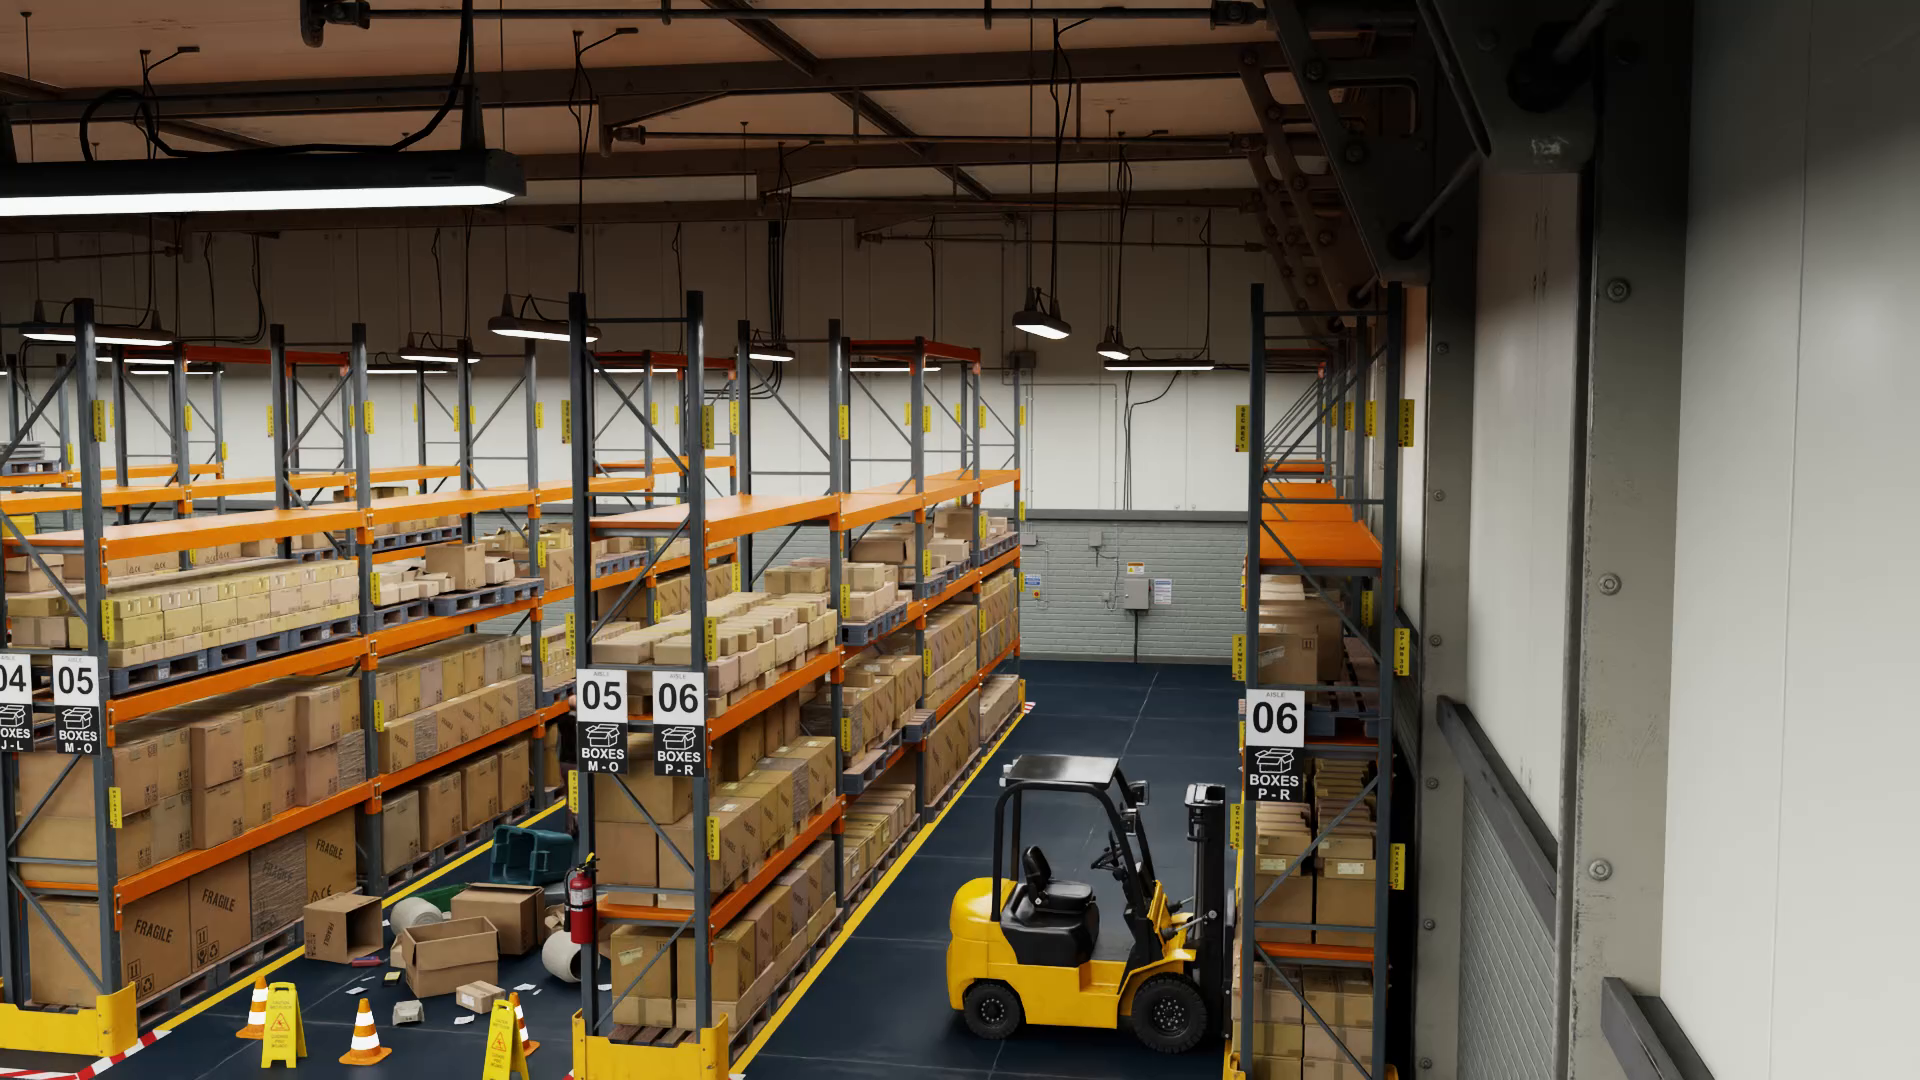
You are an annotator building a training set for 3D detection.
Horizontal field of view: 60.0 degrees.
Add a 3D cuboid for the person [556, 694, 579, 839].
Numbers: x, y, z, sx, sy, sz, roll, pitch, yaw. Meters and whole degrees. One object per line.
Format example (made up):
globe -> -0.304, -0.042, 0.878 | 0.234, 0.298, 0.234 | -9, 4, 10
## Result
person -> -4.594, 2.703, 19.886 | 0.579, 1.711, 0.478 | 2, 5, 19
